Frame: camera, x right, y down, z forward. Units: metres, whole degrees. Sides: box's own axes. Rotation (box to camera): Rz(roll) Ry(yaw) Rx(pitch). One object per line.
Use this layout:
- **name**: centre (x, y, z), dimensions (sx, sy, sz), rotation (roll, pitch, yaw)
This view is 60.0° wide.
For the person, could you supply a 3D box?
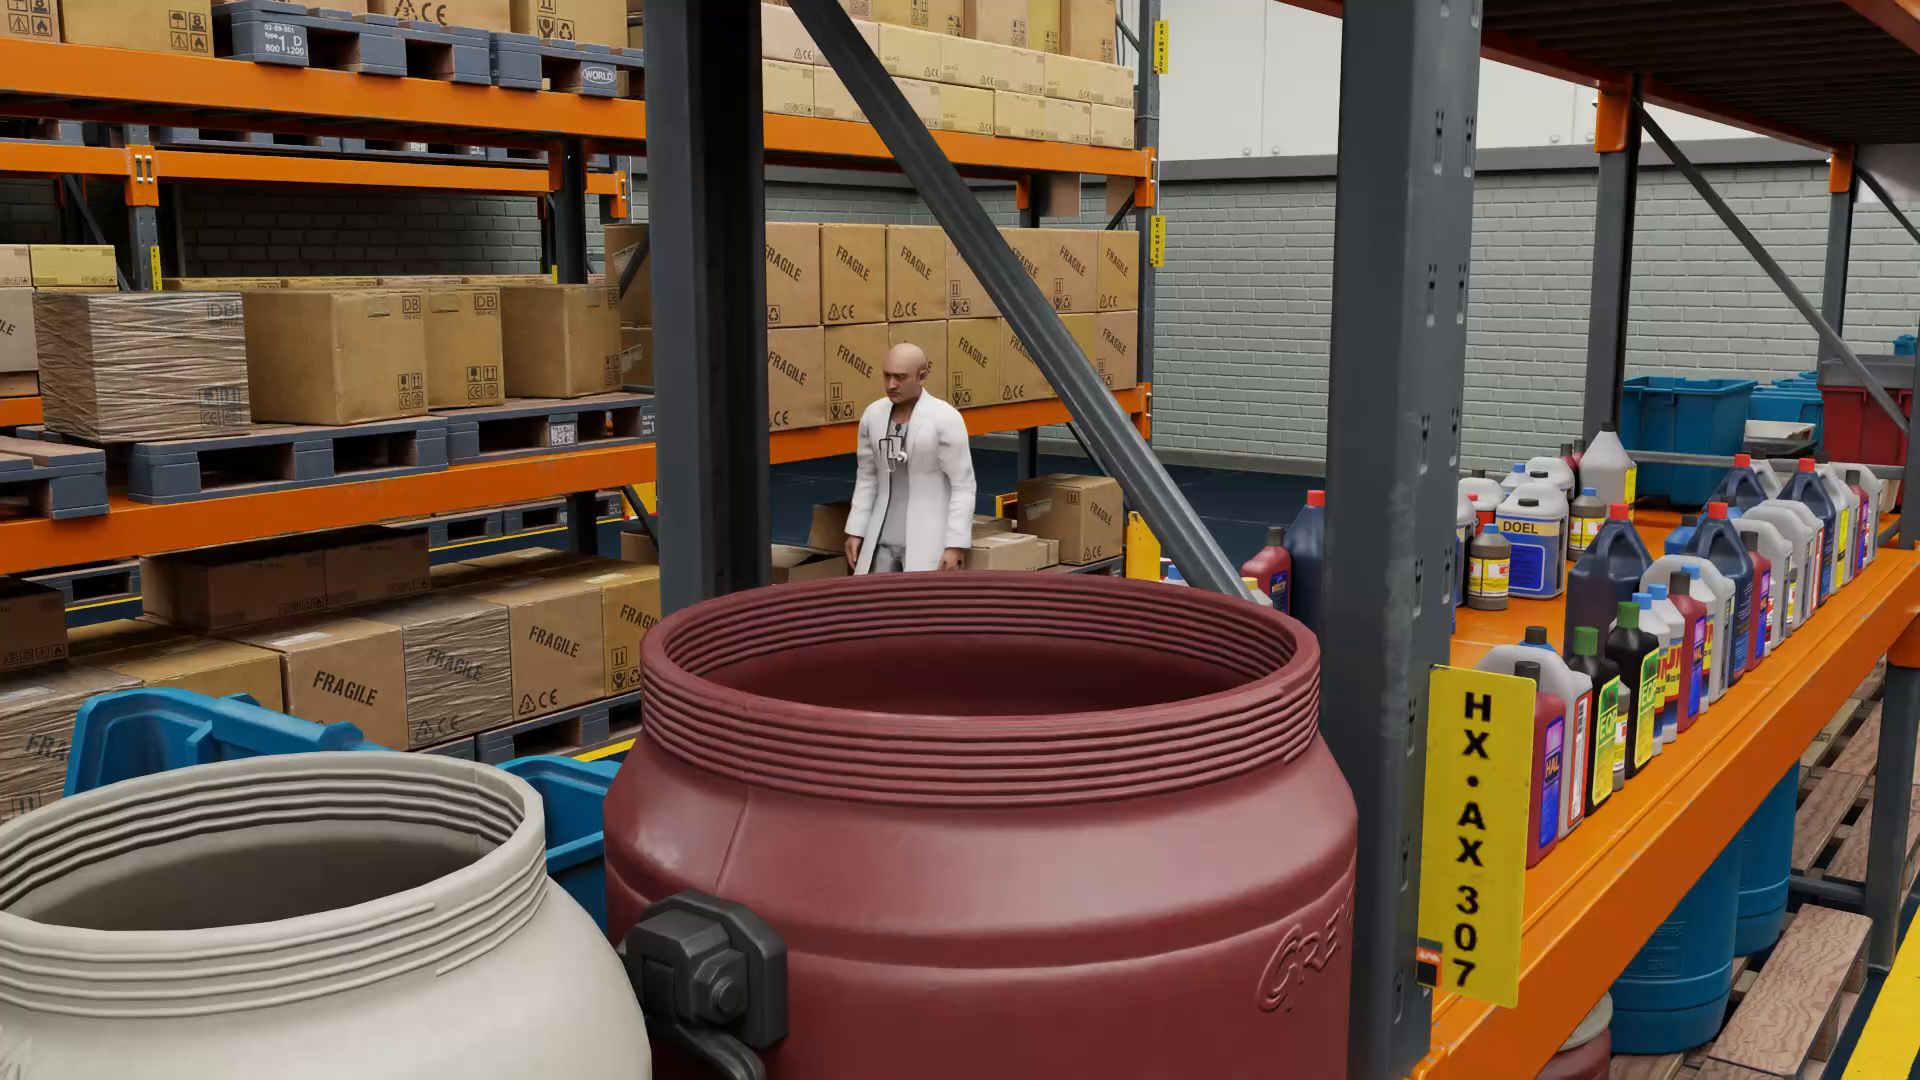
- **person**: centre (-0.232, 0.023, 7.306), dimensions (0.647, 1.772, 0.428), rotation (6, 11, 33)
